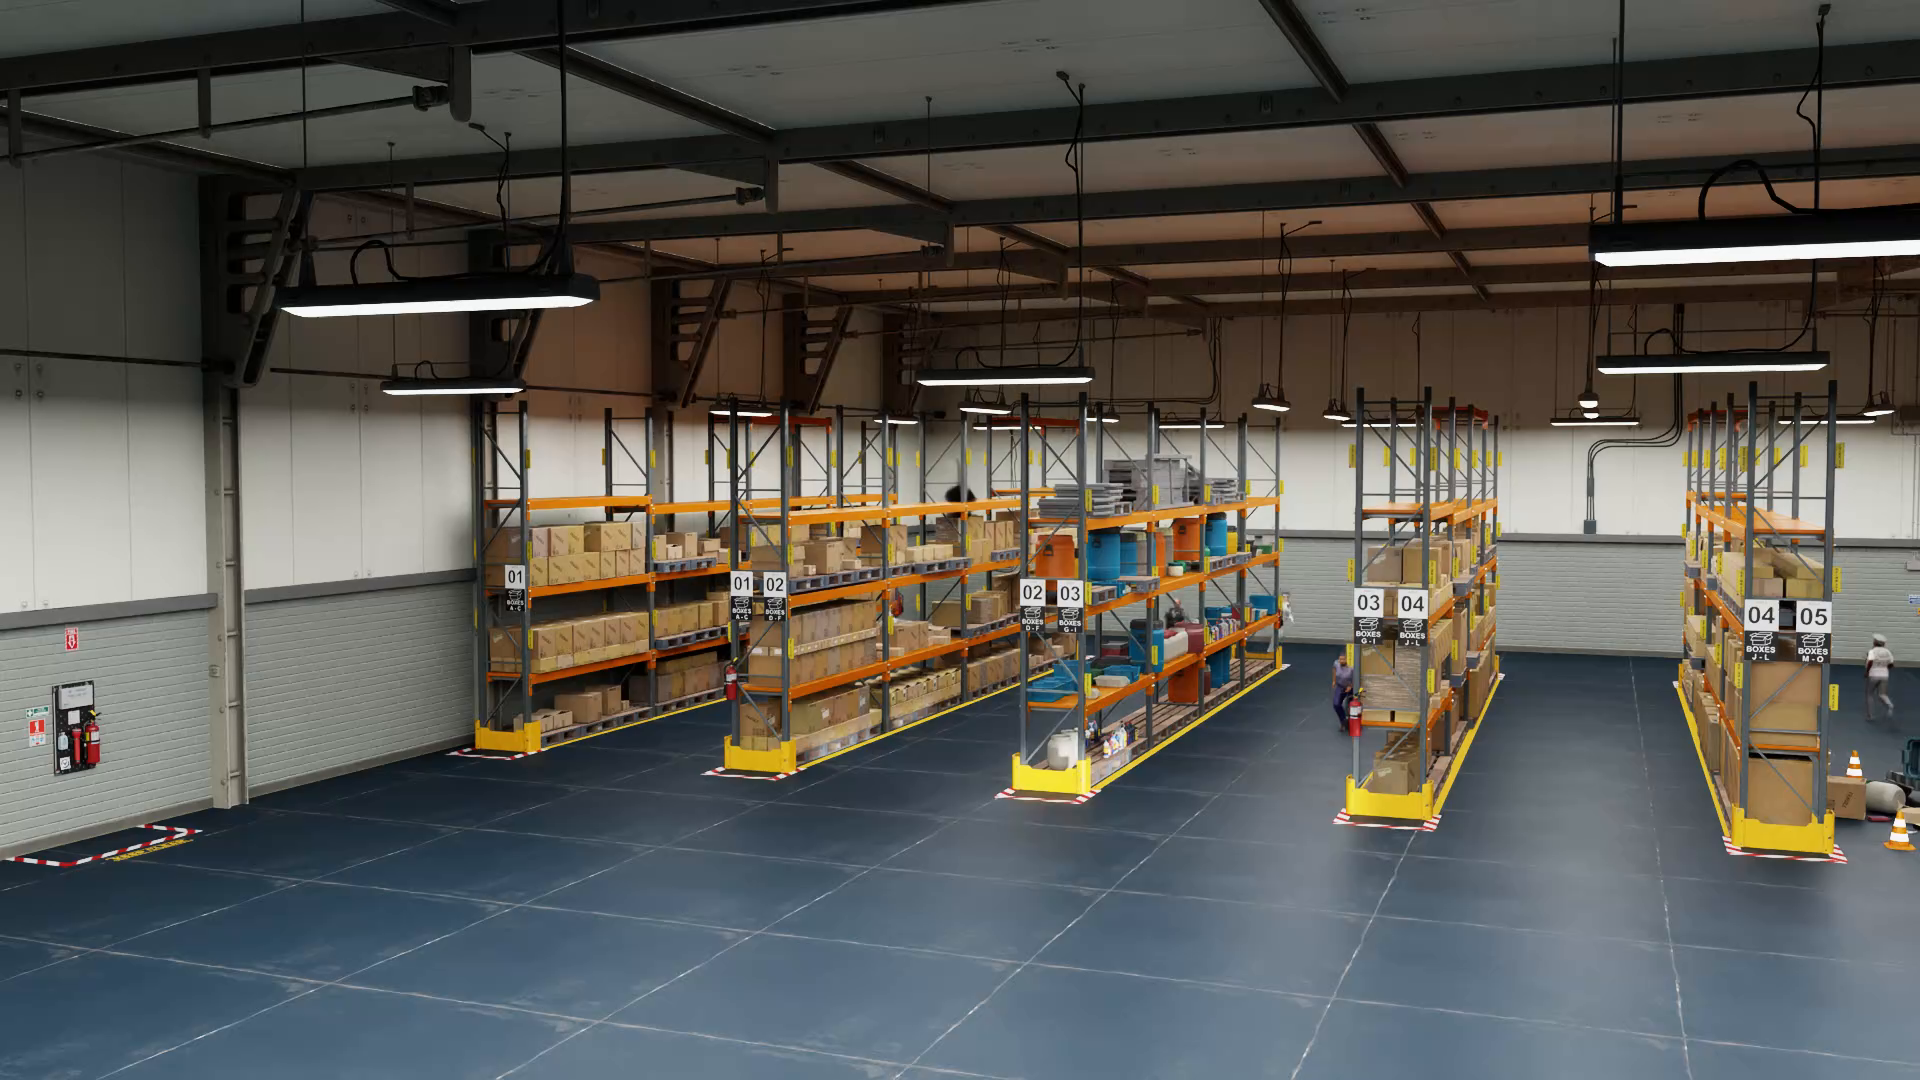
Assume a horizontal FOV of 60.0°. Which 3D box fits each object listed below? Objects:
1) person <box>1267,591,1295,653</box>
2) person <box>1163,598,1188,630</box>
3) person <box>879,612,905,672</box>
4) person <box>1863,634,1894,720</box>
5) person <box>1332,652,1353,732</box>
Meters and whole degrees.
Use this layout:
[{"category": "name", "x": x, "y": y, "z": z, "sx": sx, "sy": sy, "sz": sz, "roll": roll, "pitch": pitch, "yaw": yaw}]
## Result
[{"category": "person", "x": 8.226, "y": 2.129, "z": 42.695, "sx": 0.596, "sy": 1.632, "sz": 0.720, "roll": -1, "pitch": 3, "yaw": -28}, {"category": "person", "x": 5.079, "y": 2.240, "z": 39.231, "sx": 0.625, "sy": 1.748, "sz": 0.725, "roll": 1, "pitch": 3, "yaw": 15}, {"category": "person", "x": -1.563, "y": 2.364, "z": 38.633, "sx": 0.659, "sy": 1.490, "sz": 0.990, "roll": 0, "pitch": 3, "yaw": 4}, {"category": "person", "x": 17.489, "y": 2.629, "z": 31.624, "sx": 0.551, "sy": 1.688, "sz": 0.850, "roll": 0, "pitch": 3, "yaw": 4}, {"category": "person", "x": 7.219, "y": 2.784, "z": 30.818, "sx": 0.598, "sy": 1.509, "sz": 1.025, "roll": 2, "pitch": 3, "yaw": 29}]
